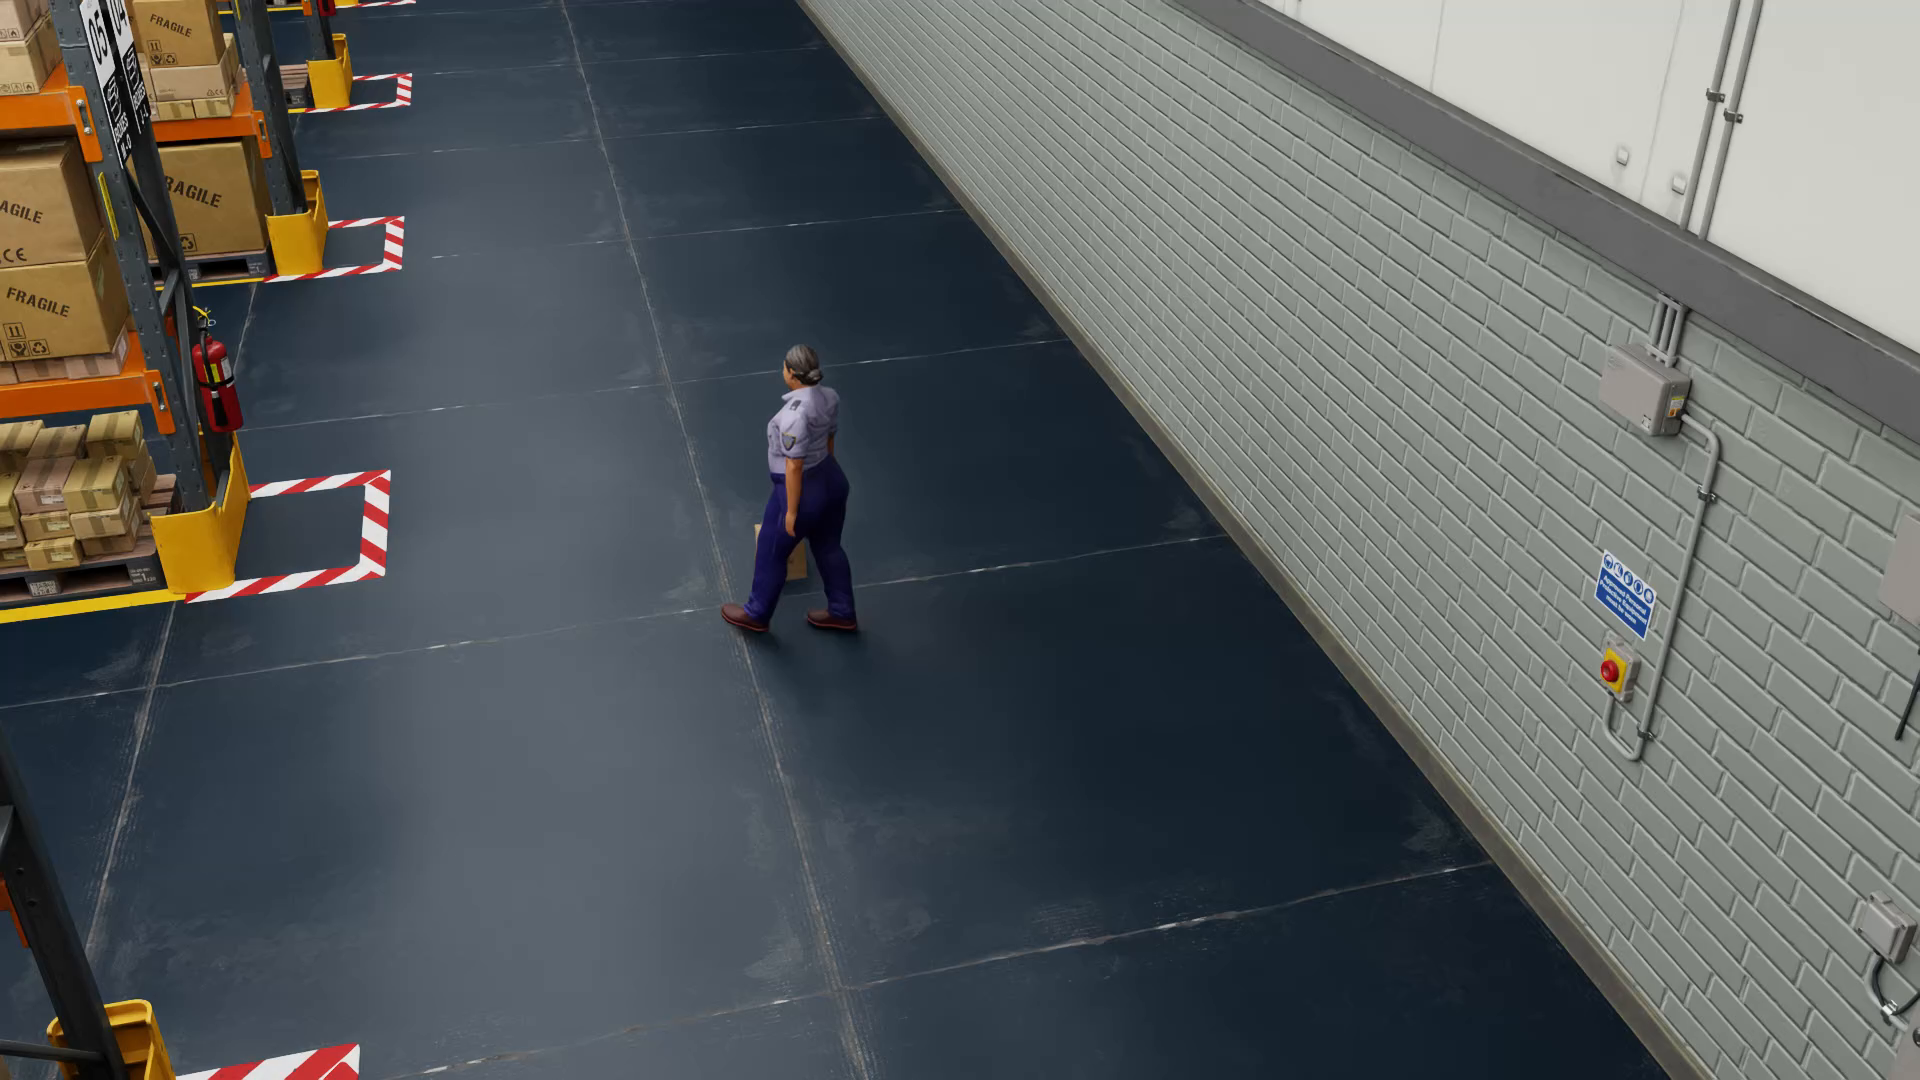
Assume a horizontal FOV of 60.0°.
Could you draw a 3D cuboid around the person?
[{"bbox_3d":[-0.896,-0.253,8.693,0.691,1.598,0.524,16,34,25],"label":"person"}]
